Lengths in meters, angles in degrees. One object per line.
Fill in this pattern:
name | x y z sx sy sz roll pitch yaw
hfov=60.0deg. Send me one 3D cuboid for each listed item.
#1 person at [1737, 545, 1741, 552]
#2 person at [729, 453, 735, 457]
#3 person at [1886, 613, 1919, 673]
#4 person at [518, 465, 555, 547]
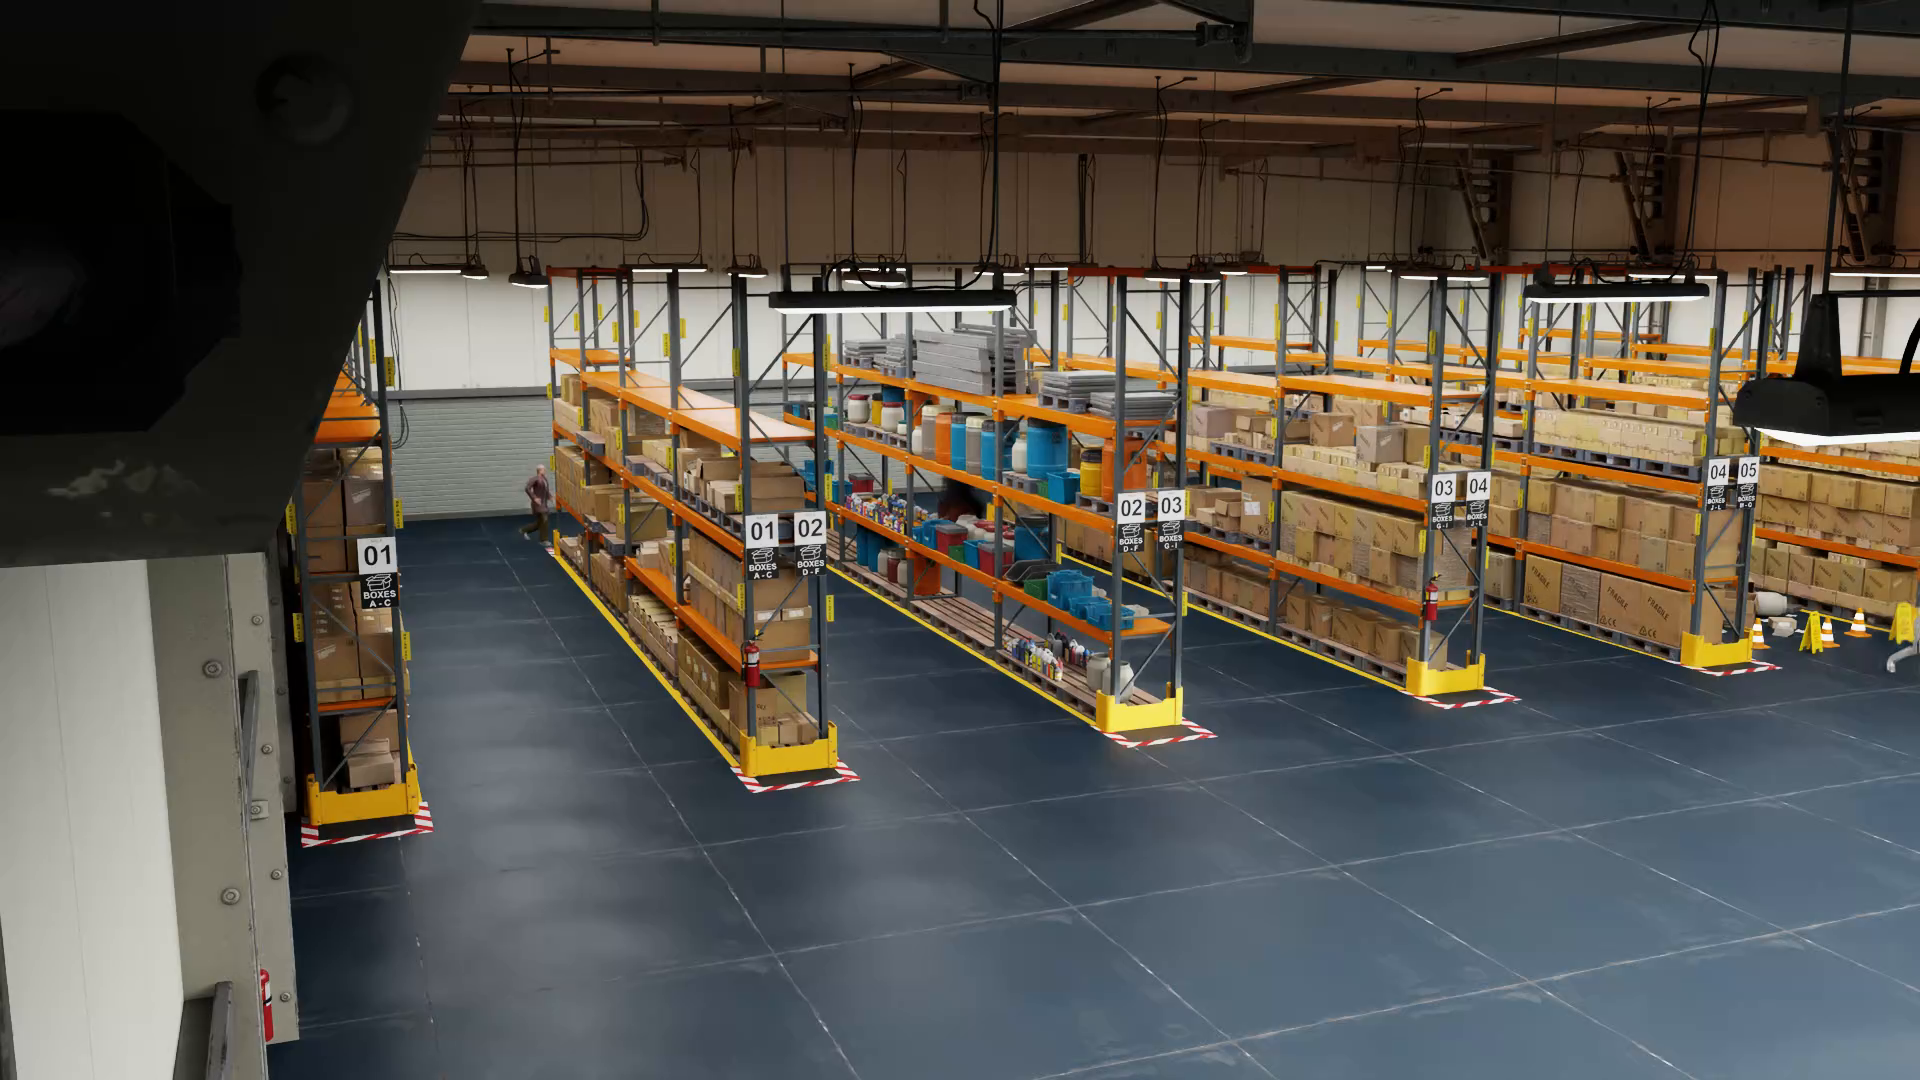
person | 15.581 -0.171 33.381 0.607 1.493 0.767 -8 13 -38
person | -5.310 -1.181 38.532 0.540 1.699 0.781 -1 10 -3
person | 14.351 1.287 24.893 0.738 1.531 0.584 9 13 42
person | -9.132 -0.770 36.156 0.870 1.722 0.768 2 10 13
